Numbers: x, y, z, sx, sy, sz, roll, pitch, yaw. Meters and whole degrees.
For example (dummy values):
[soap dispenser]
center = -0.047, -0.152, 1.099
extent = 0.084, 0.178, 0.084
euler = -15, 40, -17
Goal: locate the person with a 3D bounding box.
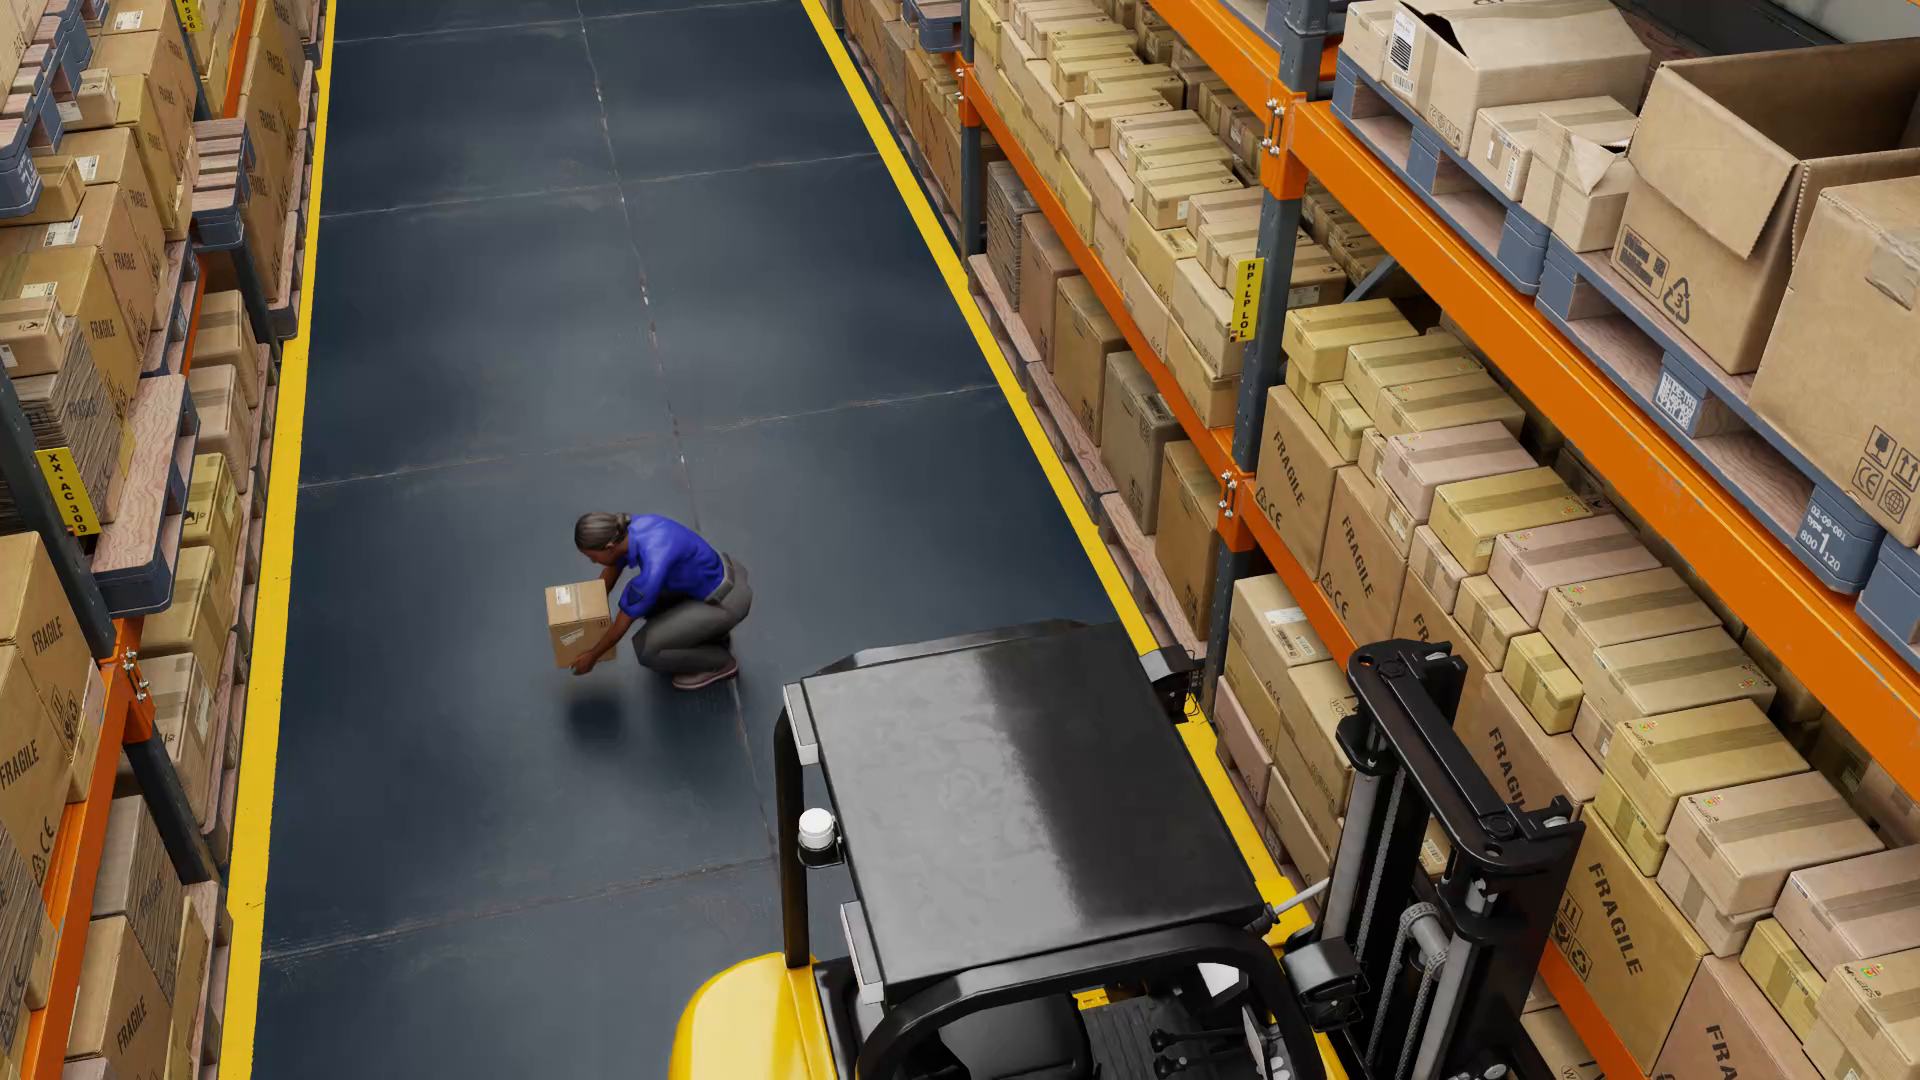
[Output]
[person]
center = -1.296, 0.198, 7.069
extent = 0.814, 0.928, 0.496
euler = -10, 39, -12
